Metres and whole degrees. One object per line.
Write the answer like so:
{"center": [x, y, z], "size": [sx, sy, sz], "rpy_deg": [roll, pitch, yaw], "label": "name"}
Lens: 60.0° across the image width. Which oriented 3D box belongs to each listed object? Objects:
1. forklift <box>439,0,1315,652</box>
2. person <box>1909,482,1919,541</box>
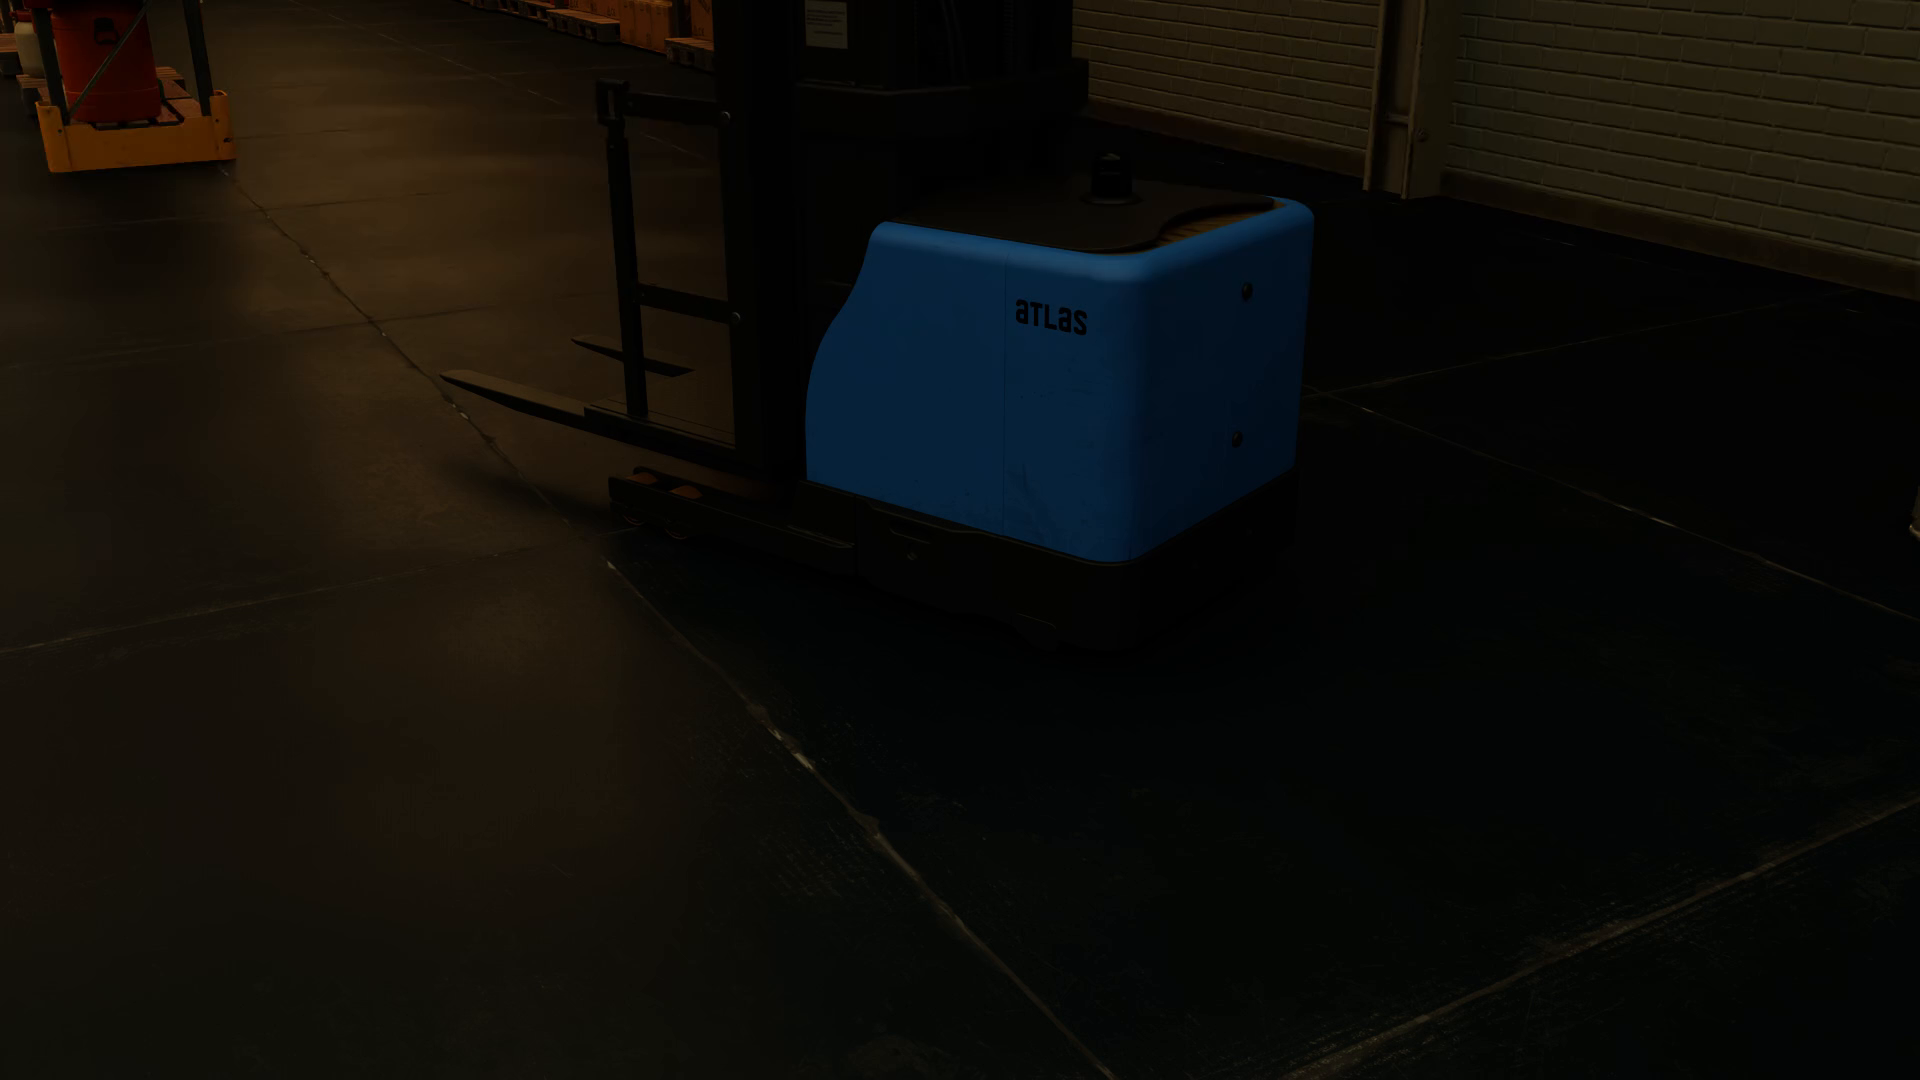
{"center": [-0.481, -1.497, 4.922], "size": [3.031, 2.935, 1.130], "rpy_deg": [16, 27, 34], "label": "forklift"}
{"center": [3.128, -0.772, 4.828], "size": [0.623, 1.665, 0.438], "rpy_deg": [-4, 23, -10], "label": "person"}
